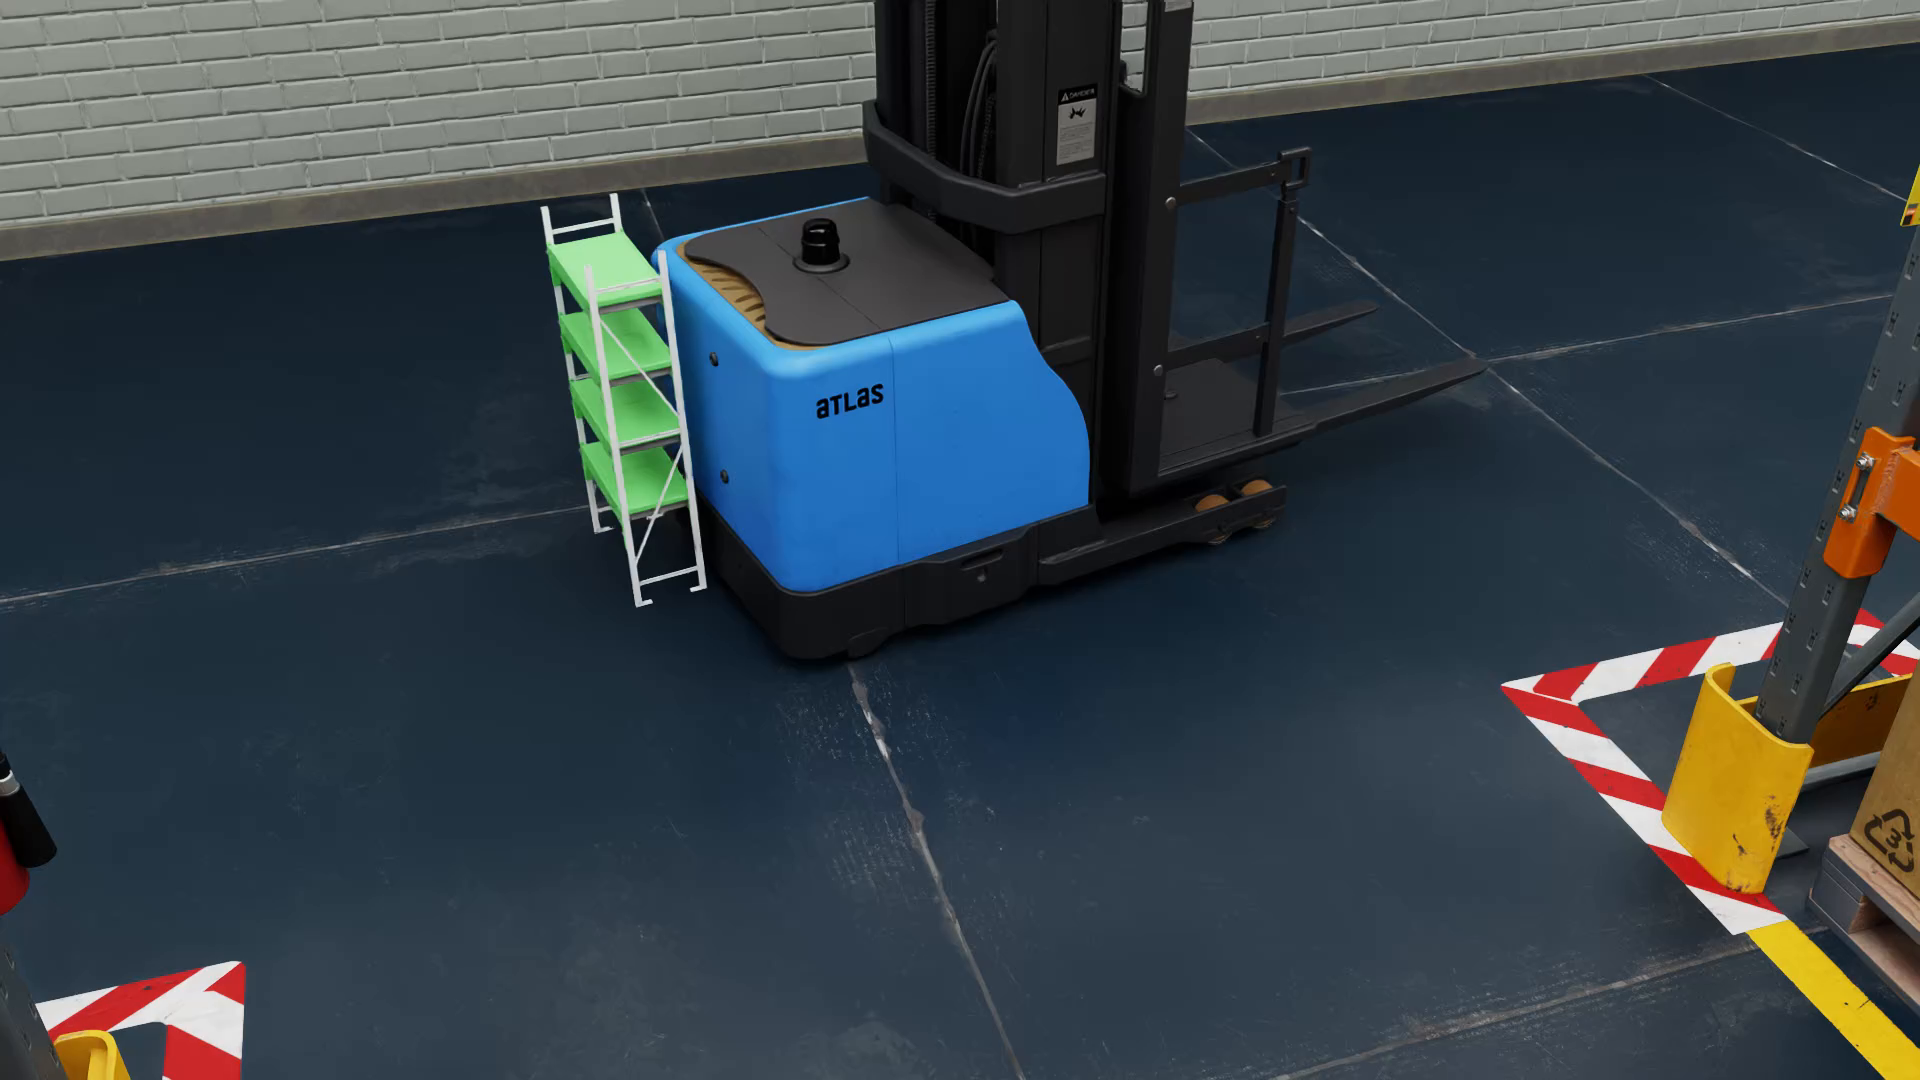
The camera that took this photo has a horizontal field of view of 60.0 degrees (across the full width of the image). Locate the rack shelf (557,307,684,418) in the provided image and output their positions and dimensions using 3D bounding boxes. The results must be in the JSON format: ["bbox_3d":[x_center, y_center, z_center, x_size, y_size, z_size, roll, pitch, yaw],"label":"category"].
[{"bbox_3d":[-1.068,-0.579,5.215,0.258,0.148,0.480,-16,37,-21],"label":"rack shelf"}]

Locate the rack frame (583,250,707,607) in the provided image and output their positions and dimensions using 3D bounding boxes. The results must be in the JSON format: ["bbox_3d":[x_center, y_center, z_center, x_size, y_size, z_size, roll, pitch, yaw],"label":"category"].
[{"bbox_3d":[-0.958,-0.312,5.130,0.240,1.200,0.015,-16,37,-21],"label":"rack frame"}]

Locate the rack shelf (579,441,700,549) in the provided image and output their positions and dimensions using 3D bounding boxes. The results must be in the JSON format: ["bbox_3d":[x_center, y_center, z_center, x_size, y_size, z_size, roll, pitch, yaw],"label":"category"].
[{"bbox_3d":[-1.061,-0.181,5.482,0.258,0.148,0.480,-16,37,-21],"label":"rack shelf"}]

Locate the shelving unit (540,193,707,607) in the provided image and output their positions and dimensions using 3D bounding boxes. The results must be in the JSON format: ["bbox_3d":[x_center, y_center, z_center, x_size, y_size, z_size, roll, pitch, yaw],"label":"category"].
[{"bbox_3d":[-1.065,-0.433,5.313,0.258,1.200,0.503,-16,37,-21],"label":"shelving unit"}]

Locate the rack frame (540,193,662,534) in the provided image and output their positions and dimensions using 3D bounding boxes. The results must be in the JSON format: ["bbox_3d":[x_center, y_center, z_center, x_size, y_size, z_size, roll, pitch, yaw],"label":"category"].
[{"bbox_3d":[-1.173,-0.554,5.496,0.240,1.200,0.015,-16,37,-21],"label":"rack frame"}]

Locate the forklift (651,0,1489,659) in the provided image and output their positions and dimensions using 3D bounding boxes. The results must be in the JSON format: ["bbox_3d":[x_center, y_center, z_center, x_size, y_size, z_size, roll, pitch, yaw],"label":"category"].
[{"bbox_3d":[0.548,-1.445,5.278,3.031,2.935,1.130,-18,37,-25],"label":"forklift"}]

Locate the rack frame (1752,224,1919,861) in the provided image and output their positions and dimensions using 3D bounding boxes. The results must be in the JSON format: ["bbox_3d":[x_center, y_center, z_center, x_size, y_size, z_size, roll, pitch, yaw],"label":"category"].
[{"bbox_3d":[2.530,-0.491,3.772,1.000,3.000,0.127,-10,35,-15],"label":"rack frame"}]

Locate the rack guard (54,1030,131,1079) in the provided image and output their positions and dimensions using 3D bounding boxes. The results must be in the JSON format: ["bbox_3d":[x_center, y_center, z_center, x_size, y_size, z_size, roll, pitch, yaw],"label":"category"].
[{"bbox_3d":[-2.206,1.374,3.217,1.175,0.500,0.348,-10,35,-15],"label":"rack guard"}]

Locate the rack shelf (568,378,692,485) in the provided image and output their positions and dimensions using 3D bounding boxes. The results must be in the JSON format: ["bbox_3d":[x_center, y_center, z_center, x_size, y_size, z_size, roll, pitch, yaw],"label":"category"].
[{"bbox_3d":[-1.064,-0.380,5.349,0.258,0.148,0.480,-16,37,-21],"label":"rack shelf"}]

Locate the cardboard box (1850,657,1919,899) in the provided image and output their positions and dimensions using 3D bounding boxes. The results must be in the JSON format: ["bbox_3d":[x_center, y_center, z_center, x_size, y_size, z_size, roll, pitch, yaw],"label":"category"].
[{"bbox_3d":[2.802,0.543,3.754,0.875,0.875,0.875,-10,35,-15],"label":"cardboard box"}]

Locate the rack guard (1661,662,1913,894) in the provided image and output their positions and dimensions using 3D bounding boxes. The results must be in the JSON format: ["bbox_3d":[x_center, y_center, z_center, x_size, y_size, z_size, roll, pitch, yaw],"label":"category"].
[{"bbox_3d":[2.523,0.539,4.481,1.175,0.500,0.348,-10,35,-15],"label":"rack guard"}]

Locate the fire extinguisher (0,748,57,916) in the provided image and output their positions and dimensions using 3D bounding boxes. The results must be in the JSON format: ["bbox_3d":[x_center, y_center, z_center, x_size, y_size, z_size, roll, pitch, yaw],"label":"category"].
[{"bbox_3d":[-1.800,0.374,2.871,0.296,0.674,0.183,-10,35,-15],"label":"fire extinguisher"}]

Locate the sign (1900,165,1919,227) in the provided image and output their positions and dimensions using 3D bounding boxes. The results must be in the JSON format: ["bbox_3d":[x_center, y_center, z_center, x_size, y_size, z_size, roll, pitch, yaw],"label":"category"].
[{"bbox_3d":[2.000,-0.795,3.375,0.100,0.325,0.005,-10,35,-15],"label":"sign"}]

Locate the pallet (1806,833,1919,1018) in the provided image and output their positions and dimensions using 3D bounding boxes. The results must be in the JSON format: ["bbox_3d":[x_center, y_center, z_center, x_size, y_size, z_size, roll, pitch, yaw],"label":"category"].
[{"bbox_3d":[2.849,1.079,3.926,1.003,0.211,1.213,-10,35,-15],"label":"pallet"}]

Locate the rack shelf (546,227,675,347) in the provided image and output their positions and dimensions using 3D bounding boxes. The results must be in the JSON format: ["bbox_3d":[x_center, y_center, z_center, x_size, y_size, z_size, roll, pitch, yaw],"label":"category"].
[{"bbox_3d":[-1.072,-0.779,5.081,0.258,0.148,0.480,-16,37,-21],"label":"rack shelf"}]

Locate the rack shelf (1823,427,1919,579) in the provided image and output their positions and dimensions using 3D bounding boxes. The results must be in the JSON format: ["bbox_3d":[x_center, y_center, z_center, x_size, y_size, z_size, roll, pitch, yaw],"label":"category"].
[{"bbox_3d":[3.140,0.859,2.382,1.077,0.370,4.000,-10,35,-15],"label":"rack shelf"}]
